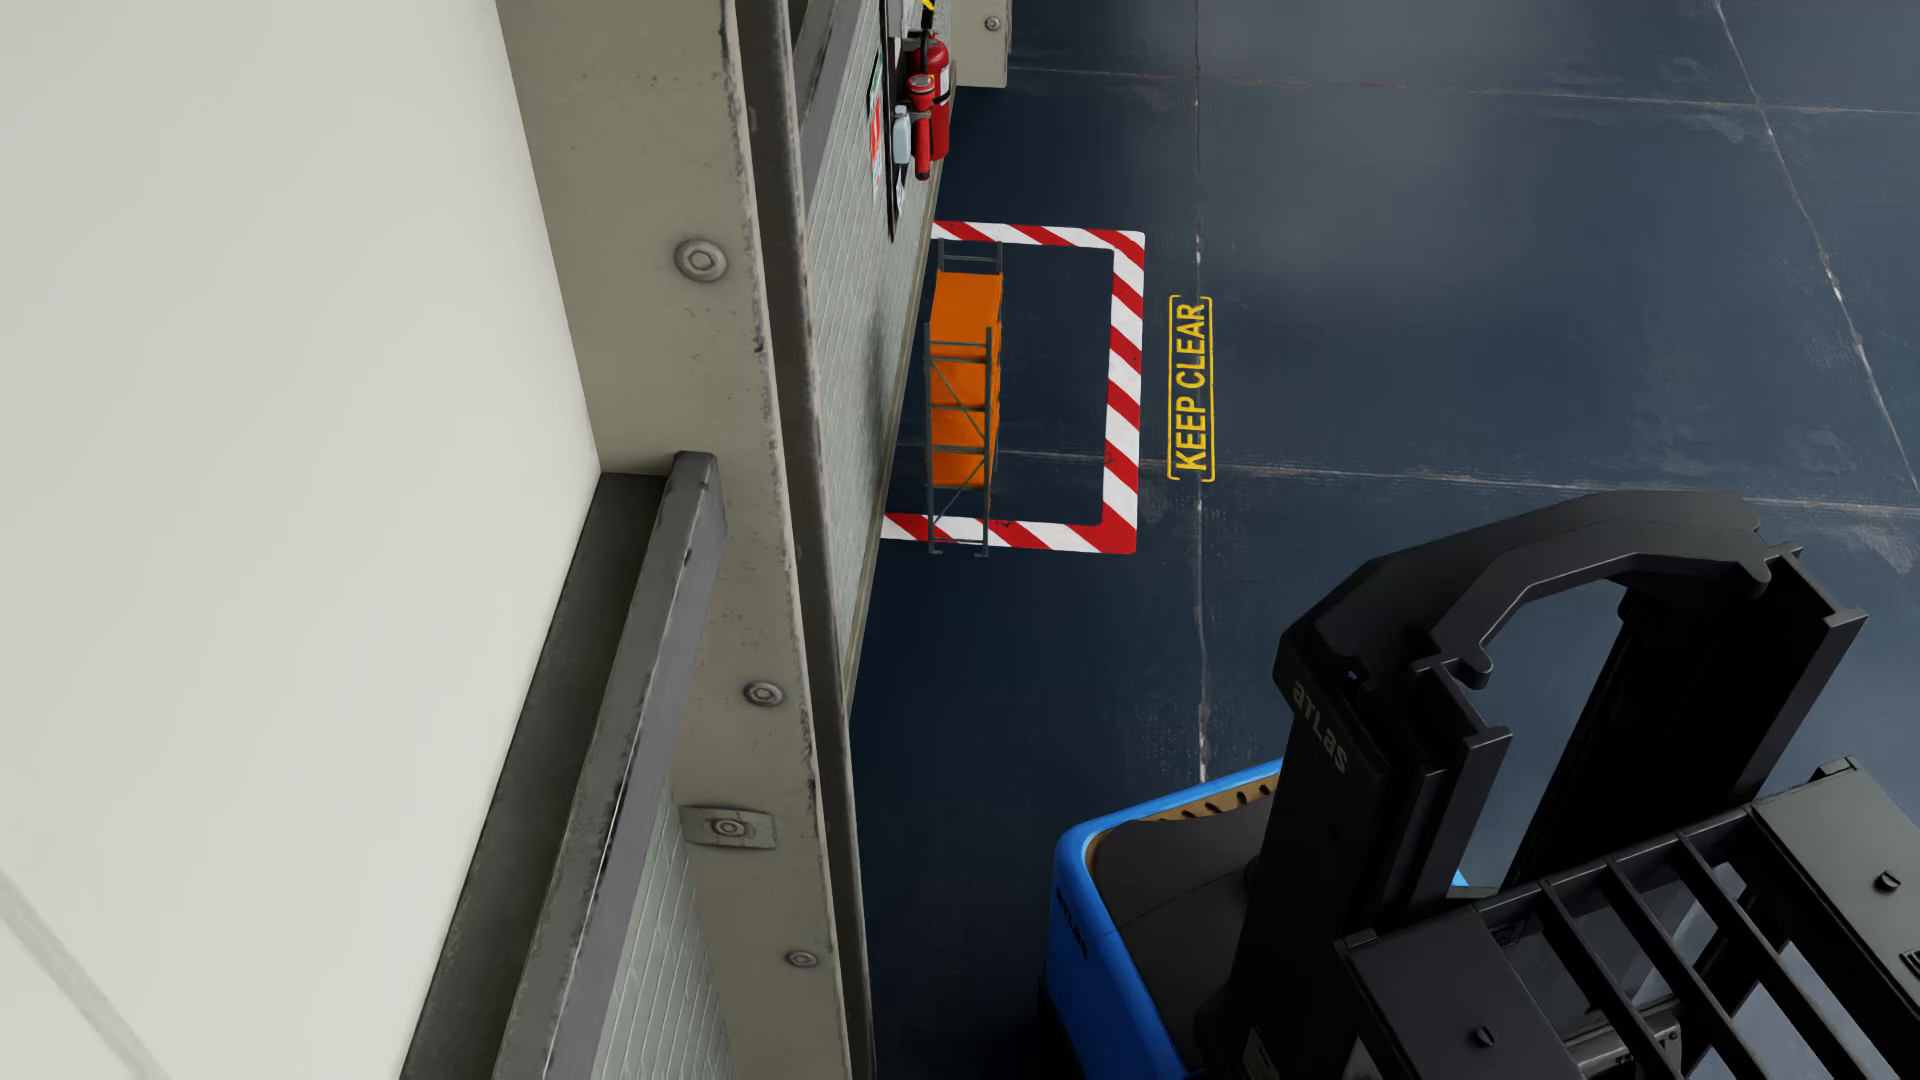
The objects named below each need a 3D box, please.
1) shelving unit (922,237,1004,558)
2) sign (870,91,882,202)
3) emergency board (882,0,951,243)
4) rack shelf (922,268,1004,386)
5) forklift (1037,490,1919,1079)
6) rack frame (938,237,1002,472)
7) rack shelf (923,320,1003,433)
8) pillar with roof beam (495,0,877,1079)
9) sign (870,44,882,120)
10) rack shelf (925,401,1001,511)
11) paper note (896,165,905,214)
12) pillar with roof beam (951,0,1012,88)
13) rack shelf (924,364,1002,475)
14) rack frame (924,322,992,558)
[{"bbox_3d":[0.015,-0.527,6.444,0.258,1.200,0.503,4,48,4],"label":"shelving unit"},{"bbox_3d":[-0.303,-1.421,6.019,0.001,0.329,0.234,4,48,4],"label":"sign"},{"bbox_3d":[-0.150,-1.808,6.397,0.194,1.169,0.643,4,48,4],"label":"emergency board"},{"bbox_3d":[0.015,-0.792,6.154,0.258,0.148,0.480,4,48,4],"label":"rack shelf"},{"bbox_3d":[1.238,1.437,3.476,1.130,2.935,3.031,-16,49,-14],"label":"forklift"},{"bbox_3d":[0.037,-0.706,6.608,0.240,1.200,0.015,4,48,4],"label":"rack frame"},{"bbox_3d":[0.015,-0.632,6.329,0.258,0.148,0.480,4,48,4],"label":"rack shelf"},{"bbox_3d":[3.854,-0.948,1.545,9.100,9.000,0.400,4,48,4],"label":"pillar with roof beam"},{"bbox_3d":[-0.294,-1.603,5.826,0.001,0.109,0.331,4,48,4],"label":"sign"},{"bbox_3d":[0.015,-0.347,6.641,0.258,0.148,0.480,4,48,4],"label":"rack shelf"},{"bbox_3d":[-0.235,-1.386,6.607,0.016,0.148,0.142,4,48,4],"label":"paper note"},{"bbox_3d":[4.401,-5.357,5.577,9.100,9.000,0.400,4,48,4],"label":"pillar with roof beam"},{"bbox_3d":[0.015,-0.481,6.494,0.258,0.148,0.480,4,48,4],"label":"rack shelf"},{"bbox_3d":[-0.007,-0.347,6.280,0.240,1.200,0.015,4,48,4],"label":"rack frame"}]
